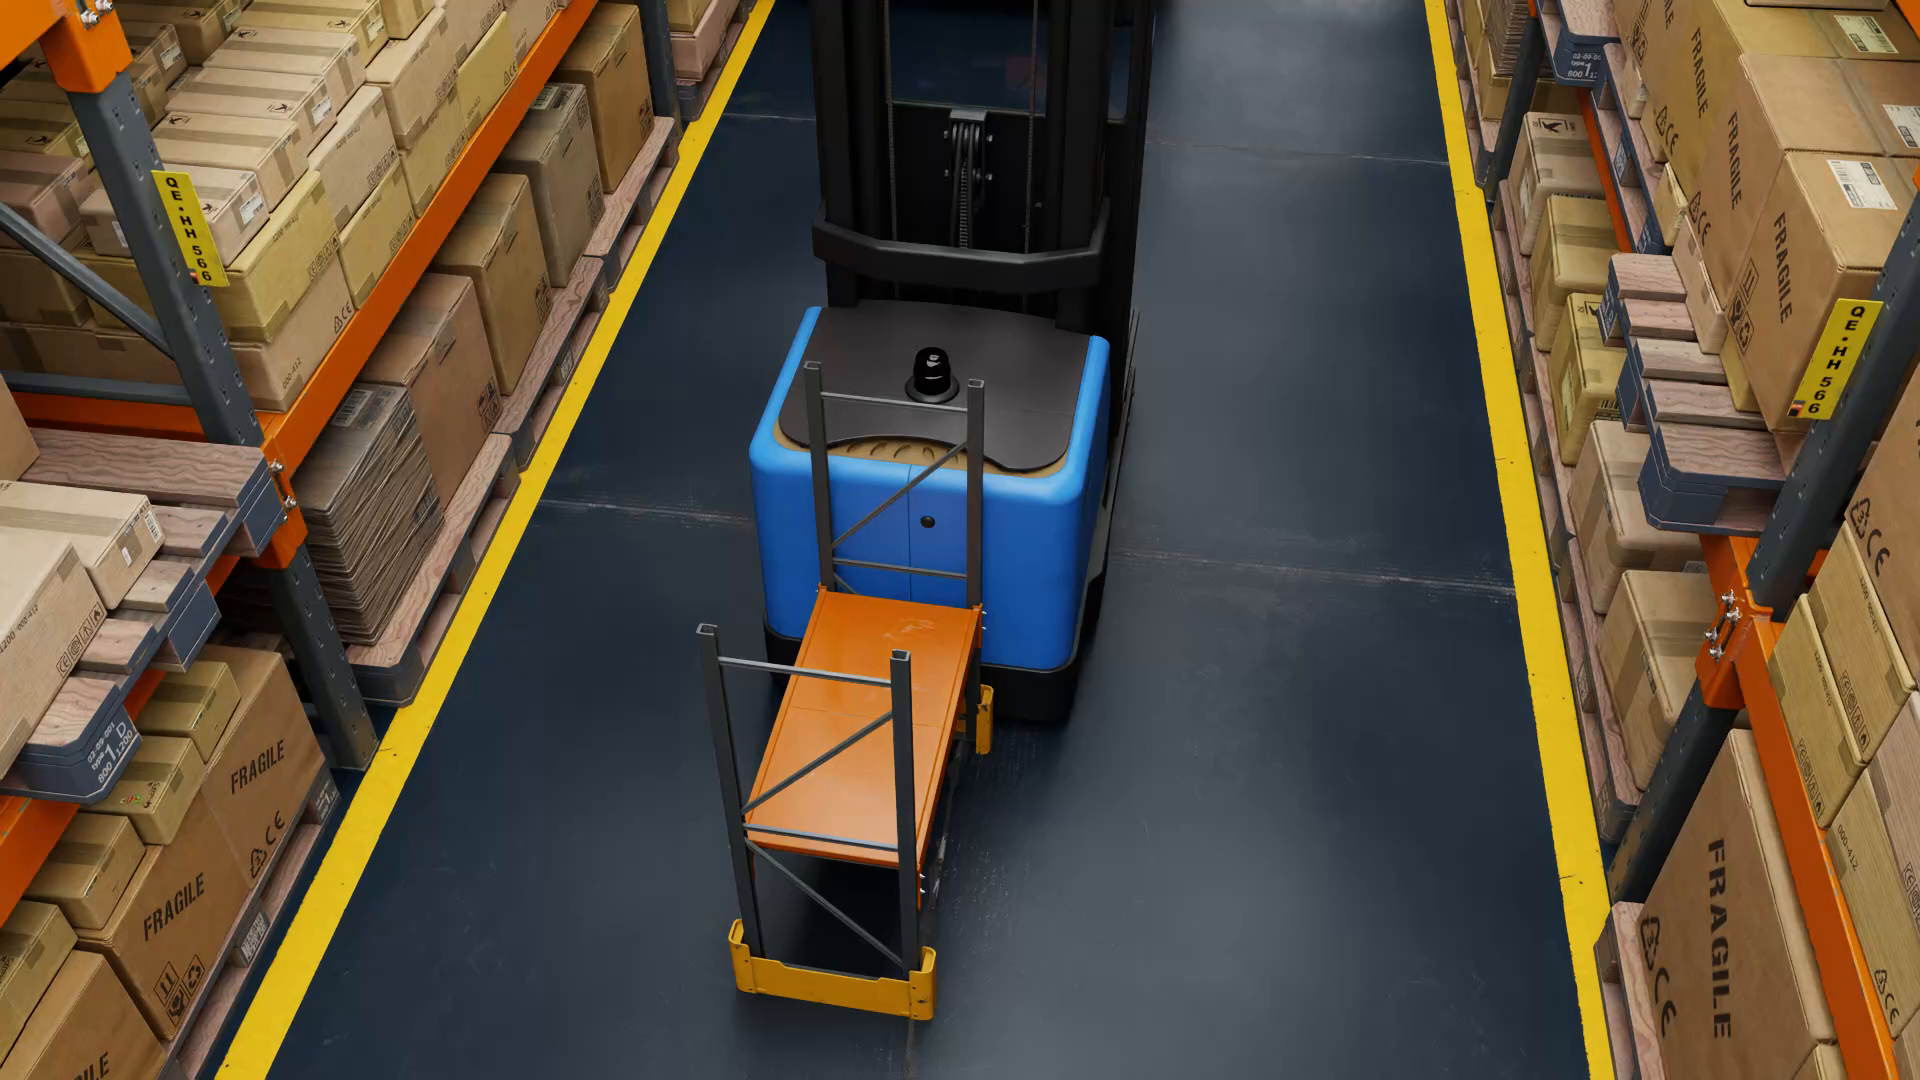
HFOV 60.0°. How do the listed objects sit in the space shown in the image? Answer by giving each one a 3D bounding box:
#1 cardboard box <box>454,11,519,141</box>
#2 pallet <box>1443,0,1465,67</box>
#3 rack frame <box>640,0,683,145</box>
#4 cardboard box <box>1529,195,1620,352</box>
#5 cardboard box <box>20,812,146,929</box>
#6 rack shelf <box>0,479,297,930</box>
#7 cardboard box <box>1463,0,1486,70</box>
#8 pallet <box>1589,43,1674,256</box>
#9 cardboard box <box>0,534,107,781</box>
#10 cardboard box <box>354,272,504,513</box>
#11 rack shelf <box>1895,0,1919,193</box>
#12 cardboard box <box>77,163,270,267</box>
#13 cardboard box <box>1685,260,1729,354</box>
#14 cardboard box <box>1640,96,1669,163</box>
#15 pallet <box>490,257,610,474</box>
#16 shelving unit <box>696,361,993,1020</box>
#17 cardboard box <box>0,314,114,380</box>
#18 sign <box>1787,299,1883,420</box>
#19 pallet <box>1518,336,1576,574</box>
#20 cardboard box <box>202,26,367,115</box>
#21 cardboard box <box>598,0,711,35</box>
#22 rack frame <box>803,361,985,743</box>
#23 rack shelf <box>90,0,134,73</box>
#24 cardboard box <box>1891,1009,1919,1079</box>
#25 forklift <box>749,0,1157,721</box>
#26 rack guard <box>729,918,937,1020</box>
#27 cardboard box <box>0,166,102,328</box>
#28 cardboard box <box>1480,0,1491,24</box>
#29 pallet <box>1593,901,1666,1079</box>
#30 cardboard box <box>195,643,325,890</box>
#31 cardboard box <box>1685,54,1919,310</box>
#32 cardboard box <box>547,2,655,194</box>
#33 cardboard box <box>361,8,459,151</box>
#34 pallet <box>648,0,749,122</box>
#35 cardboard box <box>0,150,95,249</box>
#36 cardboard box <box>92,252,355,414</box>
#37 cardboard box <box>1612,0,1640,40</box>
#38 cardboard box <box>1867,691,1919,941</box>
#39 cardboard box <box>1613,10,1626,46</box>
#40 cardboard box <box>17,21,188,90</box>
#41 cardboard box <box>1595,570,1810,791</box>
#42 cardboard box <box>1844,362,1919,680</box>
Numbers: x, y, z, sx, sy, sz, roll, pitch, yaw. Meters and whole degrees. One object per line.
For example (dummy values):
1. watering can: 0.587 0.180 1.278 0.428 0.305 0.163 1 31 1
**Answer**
1. cardboard box: -1.928 -1.686 5.958 0.500 0.250 0.500 7 44 7
2. pallet: 3.231 -2.972 9.236 1.003 0.211 1.213 5 44 6
3. rack frame: -1.903 -3.139 7.383 1.000 3.000 0.127 5 44 6
4. cardboard box: 2.859 -1.041 6.773 0.950 0.372 0.625 8 44 8
5. cardboard box: -2.330 0.831 4.232 0.380 0.149 0.250 4 44 4
6. rack shelf: -2.696 1.211 3.312 1.077 0.370 4.000 5 44 6
7. cardboard box: 2.890 -2.635 8.546 0.500 0.250 0.500 4 44 4
8. pallet: 2.710 -1.247 5.525 1.003 0.211 1.213 5 44 6
9. cardboard box: -2.250 0.238 3.621 0.500 0.250 0.500 3 44 4
10. cardboard box: -2.257 -0.573 6.095 0.875 0.625 0.625 7 44 7
11. rack shelf: 2.754 -2.155 4.686 1.077 0.370 4.000 5 44 6
12. cardboard box: -2.097 -0.875 4.448 0.380 0.149 0.250 6 44 7
13. cardboard box: 2.252 -0.635 4.617 0.380 0.149 0.250 5 44 5
14. cardboard box: 2.426 -1.333 5.354 0.380 0.149 0.250 4 44 4
15. pallet: -2.120 -0.787 6.927 1.003 0.211 1.213 5 44 6
16. shelving unit: -0.273 0.441 4.694 0.587 1.500 1.083 7 44 7
17. cardboard box: -2.626 -0.688 4.904 0.500 0.250 0.500 4 44 5
18. sign: 1.950 -0.399 3.705 0.100 0.325 0.005 5 44 6
19. pallet: 2.758 -0.313 6.427 1.003 0.211 1.213 5 44 6
20. cardboard box: -2.033 -1.414 5.017 0.380 0.149 0.250 6 44 6
21. cardboard box: -1.533 -2.776 8.331 0.500 0.250 0.500 5 44 5
22. rack frame: -0.182 0.091 5.063 0.500 1.500 0.032 7 44 7
23. rack shelf: -2.167 -2.604 5.160 1.077 0.370 4.000 5 44 6
24. cardboard box: 2.050 1.110 3.006 0.500 0.250 0.500 7 44 7
25. forklift: 0.110 -1.487 5.689 1.130 2.935 3.031 7 44 7
26. rack guard: -0.361 1.232 4.767 0.587 0.250 0.087 7 44 7
27. cardboard box: -2.648 -0.871 4.734 0.500 0.250 0.500 6 44 6
28. cardboard box: 2.896 -2.891 8.271 0.500 0.500 0.500 6 44 6
29. pallet: 2.310 1.579 4.429 1.003 0.211 1.213 5 44 6
30. cardboard box: -2.274 0.650 4.894 0.500 0.500 0.500 6 44 7
31. cardboard box: 2.331 -0.949 4.476 0.500 0.500 0.500 5 44 5
32. cardboard box: -1.960 -2.072 7.679 0.875 0.625 0.625 7 44 7
33. cardboard box: -1.976 -1.516 5.415 0.500 0.250 0.500 4 44 4
34. pallet: -1.756 -2.665 8.910 1.003 0.211 1.213 5 44 6
35. cardboard box: -2.589 -0.925 4.500 0.380 0.149 0.250 7 44 7
36. cardboard box: -2.131 -0.639 4.852 0.500 0.250 0.500 5 44 6
37. cardboard box: 2.527 -2.016 5.603 0.500 0.500 0.500 5 44 5
38. cardboard box: 2.108 0.584 3.197 0.500 0.250 0.500 6 44 7
39. cardboard box: 2.553 -1.863 5.913 0.380 0.149 0.250 6 44 6
40. cardboard box: -2.607 -1.458 5.063 0.380 0.149 0.250 4 44 5
41. cardboard box: 2.574 0.453 5.195 0.950 0.372 0.625 3 43 3
42. cardboard box: 2.182 -0.050 3.321 0.500 0.500 0.500 4 44 4
